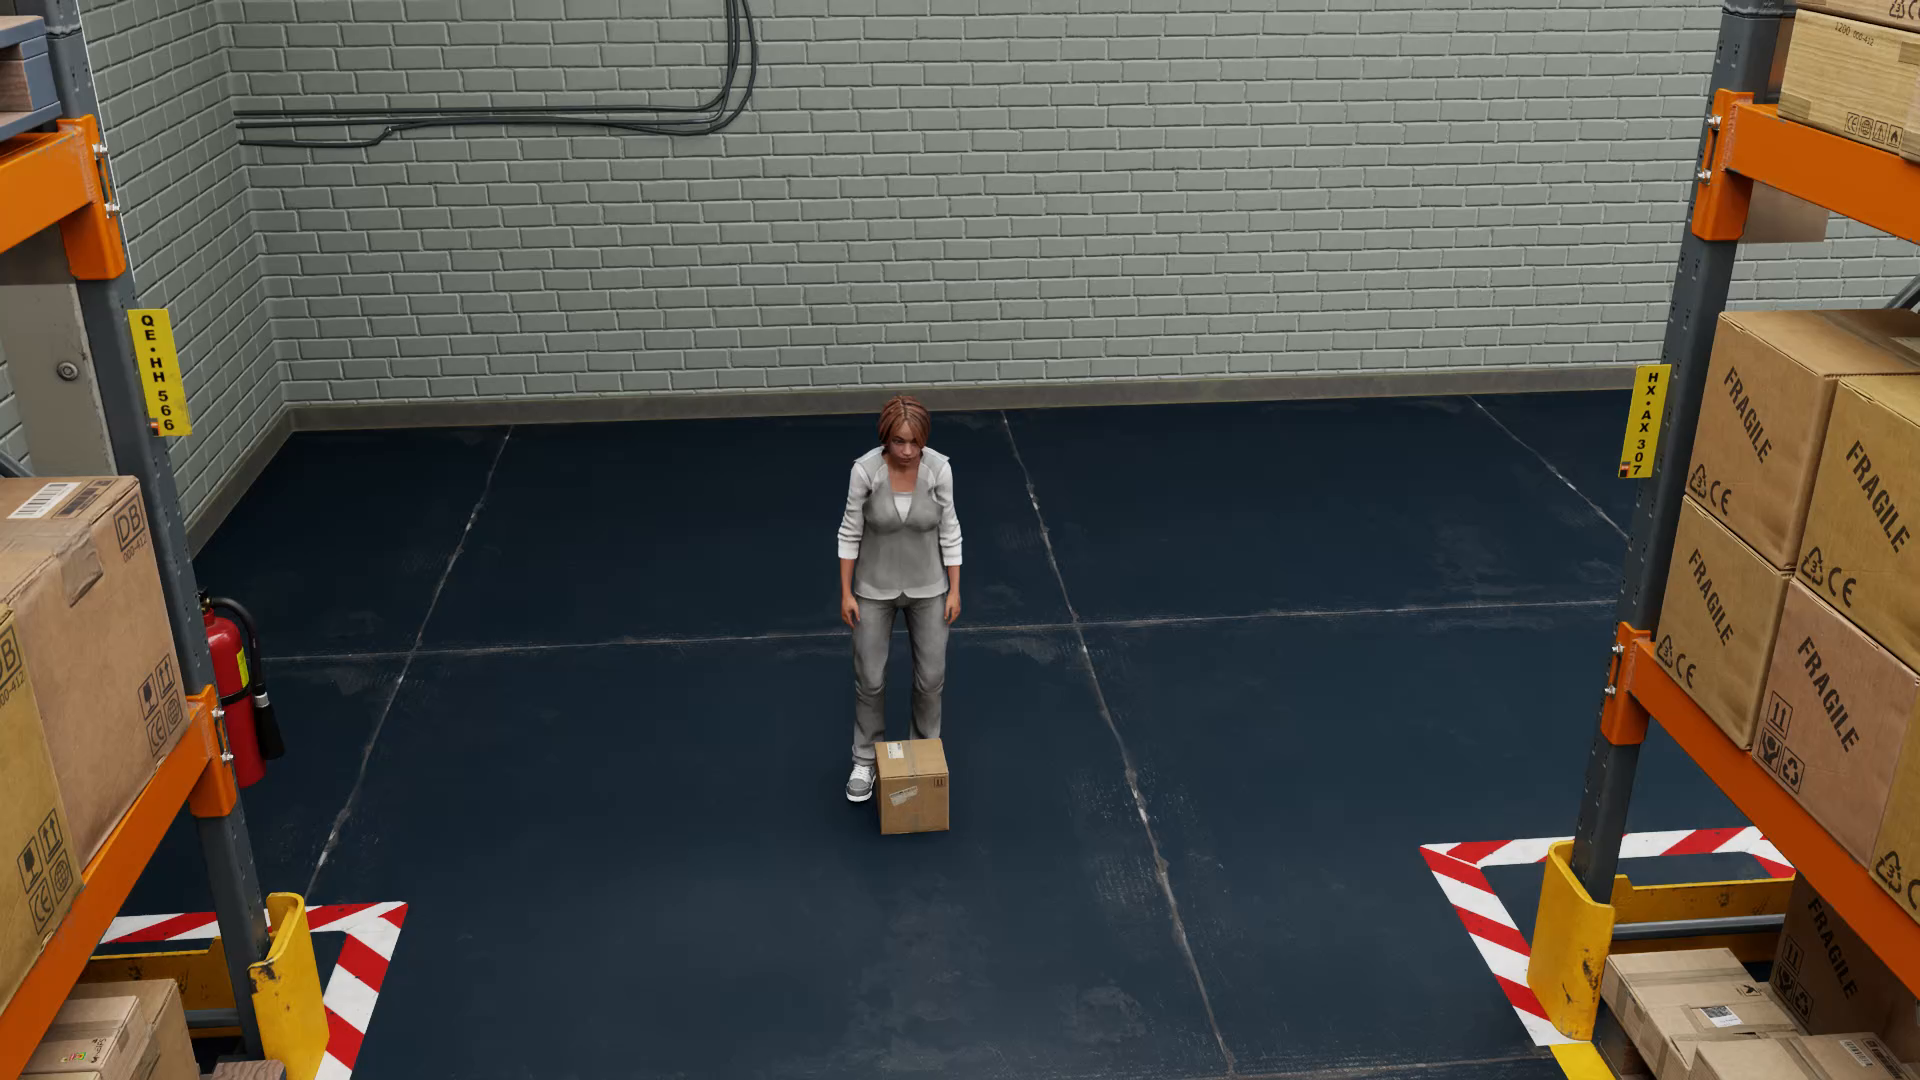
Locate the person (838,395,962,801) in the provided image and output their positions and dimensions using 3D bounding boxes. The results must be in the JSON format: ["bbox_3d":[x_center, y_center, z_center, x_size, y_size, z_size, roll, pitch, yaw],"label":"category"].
[{"bbox_3d":[-0.218,0.208,6.150,0.460,1.593,0.345,-3,24,-6],"label":"person"}]
